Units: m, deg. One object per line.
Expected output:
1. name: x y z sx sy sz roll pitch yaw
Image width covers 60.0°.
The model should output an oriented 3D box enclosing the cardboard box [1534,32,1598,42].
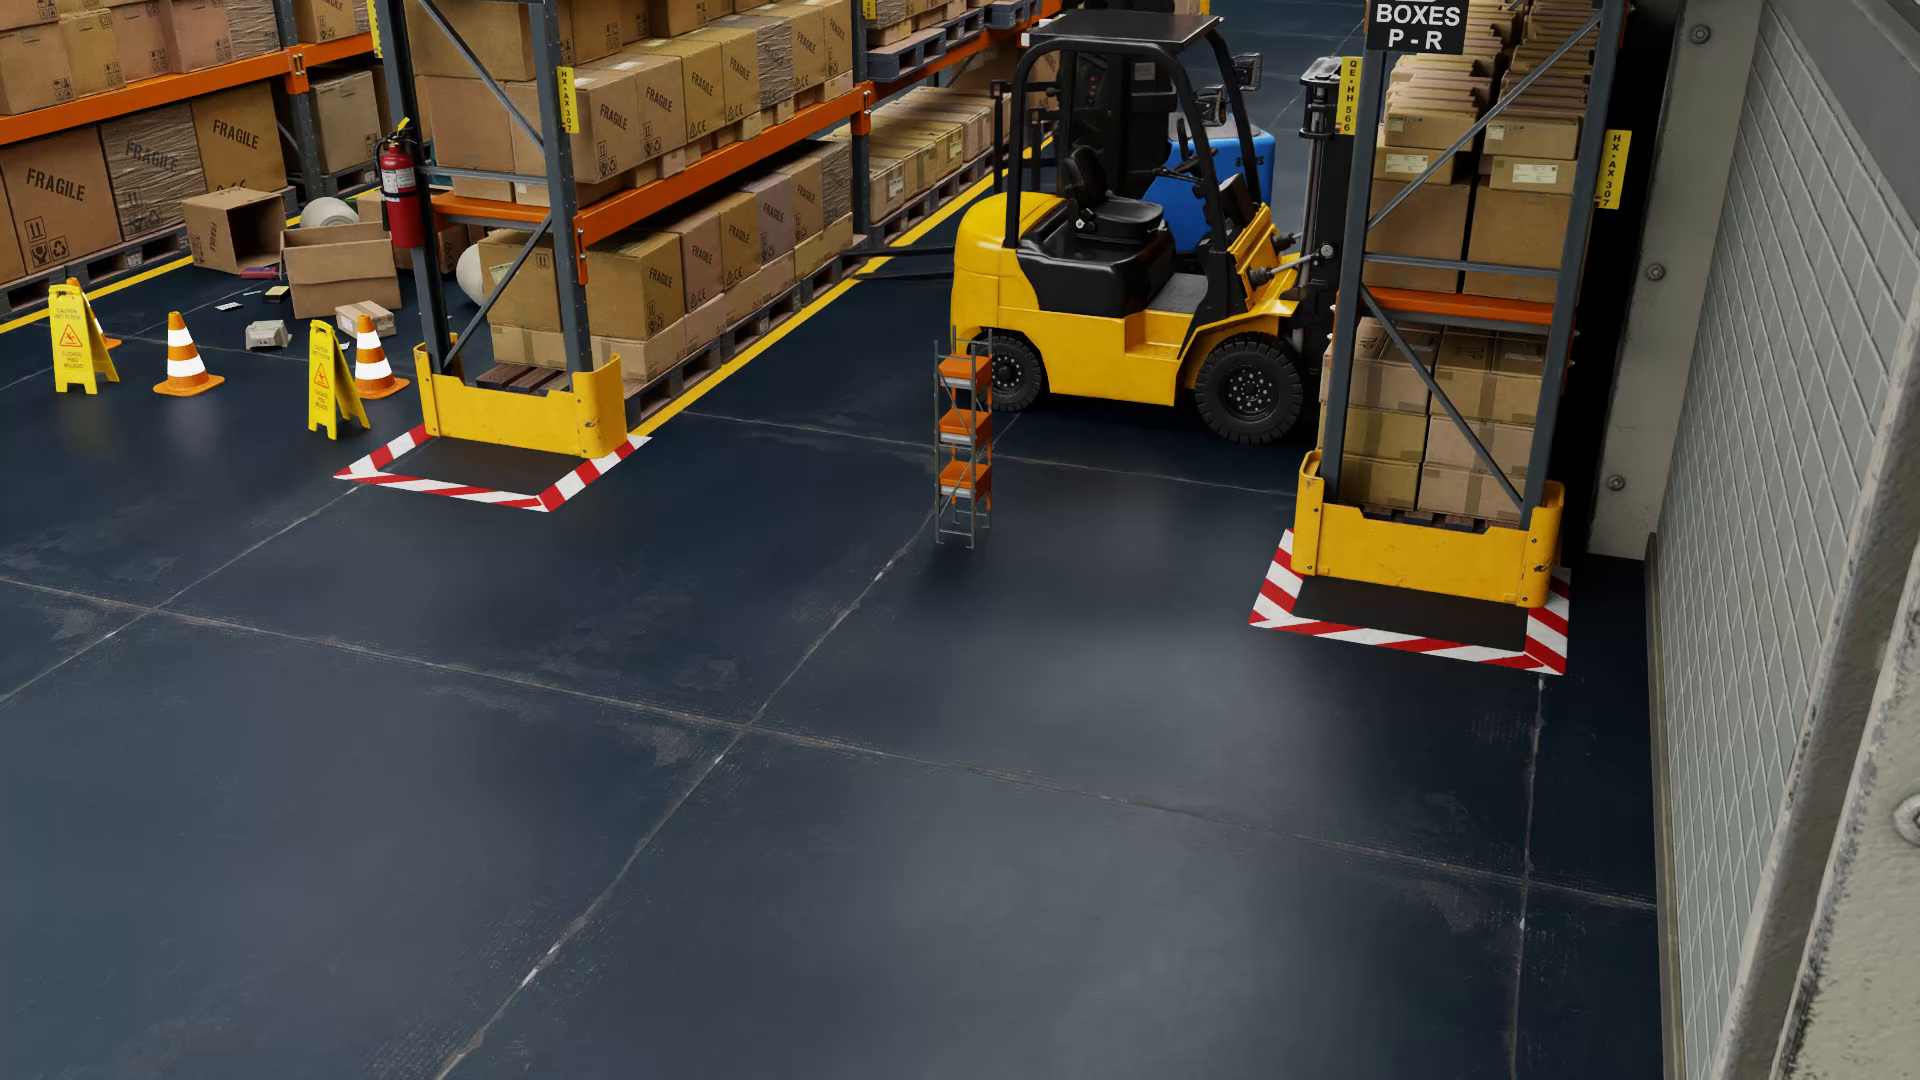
1. cardboard box: 3.367 -2.711 9.207 0.380 0.149 0.250 8 27 17

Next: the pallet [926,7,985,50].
1. pallet: -0.455 -4.295 13.899 1.003 0.211 1.213 9 27 17

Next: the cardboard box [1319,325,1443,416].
1. cardboard box: 2.044 -0.831 8.050 0.500 0.250 0.500 10 27 19

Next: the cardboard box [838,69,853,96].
1. cardboard box: -0.986 -3.268 11.845 0.380 0.149 0.250 8 27 17

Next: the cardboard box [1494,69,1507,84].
1. cardboard box: 2.964 -2.523 9.904 0.500 0.500 0.500 9 27 18

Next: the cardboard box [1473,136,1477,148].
1. cardboard box: 2.330 -2.022 8.126 0.380 0.149 0.250 9 27 17

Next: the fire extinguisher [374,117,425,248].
1. fire extinguisher: -2.970 -1.898 8.818 0.296 0.674 0.183 9 27 17

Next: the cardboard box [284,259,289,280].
1. cardboard box: -4.703 -2.029 12.137 0.396 0.266 0.258 14 29 26

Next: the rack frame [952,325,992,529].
1. rack frame: 0.058 -0.545 8.170 0.200 1.050 0.008 9 27 17

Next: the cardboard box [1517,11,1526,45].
1. cardboard box: 3.778 -3.657 11.959 0.500 0.250 0.500 9 27 18

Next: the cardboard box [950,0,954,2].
1. cardboard box: -0.235 -4.696 13.569 0.500 0.500 0.500 8 27 15

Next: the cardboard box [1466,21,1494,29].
1. cardboard box: 2.869 -2.904 9.606 0.380 0.149 0.250 9 27 19

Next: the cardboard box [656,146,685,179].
1. cardboard box: -1.826 -2.211 9.662 0.380 0.149 0.250 9 27 18

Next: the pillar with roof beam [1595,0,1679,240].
1. pillar with roof beam: 1.203 -7.141 12.672 9.100 9.000 0.400 9 27 17

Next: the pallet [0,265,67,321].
1. pallet: -7.006 -1.675 11.466 1.003 0.211 1.213 9 27 17

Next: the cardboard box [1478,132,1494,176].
1. cardboard box: 2.564 -1.745 7.552 0.380 0.149 0.250 9 27 17

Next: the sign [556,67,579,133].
1. sign: -1.986 -2.224 8.409 0.100 0.325 0.005 9 27 17

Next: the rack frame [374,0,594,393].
1. rack frame: -2.497 -1.913 8.760 1.000 3.000 0.127 9 27 17

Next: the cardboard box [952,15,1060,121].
1. cardboard box: 0.473 -4.705 16.483 0.875 0.875 0.875 8 27 17

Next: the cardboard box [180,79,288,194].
1. cardboard box: -6.143 -3.218 13.410 0.875 0.875 0.875 9 27 18

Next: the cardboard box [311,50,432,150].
1. cardboard box: -5.421 -4.074 15.322 1.050 0.750 0.750 9 27 17

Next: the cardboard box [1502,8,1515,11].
1. cardboard box: 3.489 -3.457 11.089 0.380 0.149 0.250 8 27 17

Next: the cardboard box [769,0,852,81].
1. cardboard box: -1.080 -3.517 11.617 0.500 0.500 0.500 8 27 16

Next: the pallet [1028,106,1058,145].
1. pallet: 0.498 -4.259 16.804 1.003 0.211 1.213 9 27 17

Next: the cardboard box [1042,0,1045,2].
1. cardboard box: 0.565 -5.298 15.923 0.500 0.250 0.500 8 27 17

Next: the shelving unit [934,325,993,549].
1. shelving unit: 0.018 -0.495 8.067 0.215 1.050 0.252 9 27 17

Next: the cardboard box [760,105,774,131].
1. cardboard box: -1.434 -2.749 10.774 0.380 0.149 0.250 8 27 17

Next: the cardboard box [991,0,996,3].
1. cardboard box: 0.124 -4.775 14.477 0.380 0.149 0.250 7 27 15

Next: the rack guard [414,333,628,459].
1. rack guard: -2.472 -0.820 9.369 1.175 0.500 0.348 9 27 17

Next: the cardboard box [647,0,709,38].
1. cardboard box: -1.988 -3.400 10.227 0.700 0.500 0.500 9 27 17

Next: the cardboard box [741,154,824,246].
1. cardboard box: -1.278 -2.355 11.484 0.500 0.500 0.500 9 27 18

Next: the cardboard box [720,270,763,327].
1. cardboard box: -1.621 -1.591 10.767 0.500 0.250 0.500 11 28 21

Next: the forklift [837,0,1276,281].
1. forklift: 0.654 -3.217 11.531 3.031 2.935 1.130 -6 26 -12

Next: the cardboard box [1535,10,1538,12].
1. cardboard box: 3.974 -3.392 10.954 0.380 0.149 0.250 8 27 16

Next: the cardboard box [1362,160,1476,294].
1. cardboard box: 2.101 -1.480 7.751 0.500 0.500 0.500 8 27 16

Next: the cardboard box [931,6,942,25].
1. cardboard box: -0.362 -4.244 13.380 0.380 0.149 0.250 9 27 18

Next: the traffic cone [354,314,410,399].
1. traffic cone: -3.571 -1.135 10.064 0.336 0.463 0.334 9 27 17

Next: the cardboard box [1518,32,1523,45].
1. cardboard box: 3.926 -3.168 10.949 0.500 0.250 0.500 8 27 17

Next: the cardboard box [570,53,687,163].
1. cardboard box: -1.909 -2.460 9.433 0.500 0.500 0.500 10 27 19

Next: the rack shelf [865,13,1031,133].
1. rack shelf: -0.501 -4.055 14.009 1.077 0.370 4.000 9 27 17

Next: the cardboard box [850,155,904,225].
1. cardboard box: -0.994 -2.779 13.082 0.950 0.372 0.625 9 27 18

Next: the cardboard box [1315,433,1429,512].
1. cardboard box: 2.043 -0.385 8.277 0.500 0.250 0.500 9 27 18

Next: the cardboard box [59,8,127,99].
1. cardboard box: -6.513 -3.481 11.826 0.875 0.550 0.500 9 27 17

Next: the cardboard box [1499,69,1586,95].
1. cardboard box: 2.852 -2.198 8.146 0.380 0.149 0.250 10 27 19

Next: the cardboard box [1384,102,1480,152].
1. cardboard box: 2.105 -1.844 7.415 0.380 0.149 0.250 9 27 18

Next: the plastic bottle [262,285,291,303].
1. plastic bottle: -4.833 -1.751 11.796 0.133 0.061 0.283 0 26 -1

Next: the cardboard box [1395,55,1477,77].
1. cardboard box: 2.435 -2.383 8.529 0.380 0.149 0.250 9 27 18
